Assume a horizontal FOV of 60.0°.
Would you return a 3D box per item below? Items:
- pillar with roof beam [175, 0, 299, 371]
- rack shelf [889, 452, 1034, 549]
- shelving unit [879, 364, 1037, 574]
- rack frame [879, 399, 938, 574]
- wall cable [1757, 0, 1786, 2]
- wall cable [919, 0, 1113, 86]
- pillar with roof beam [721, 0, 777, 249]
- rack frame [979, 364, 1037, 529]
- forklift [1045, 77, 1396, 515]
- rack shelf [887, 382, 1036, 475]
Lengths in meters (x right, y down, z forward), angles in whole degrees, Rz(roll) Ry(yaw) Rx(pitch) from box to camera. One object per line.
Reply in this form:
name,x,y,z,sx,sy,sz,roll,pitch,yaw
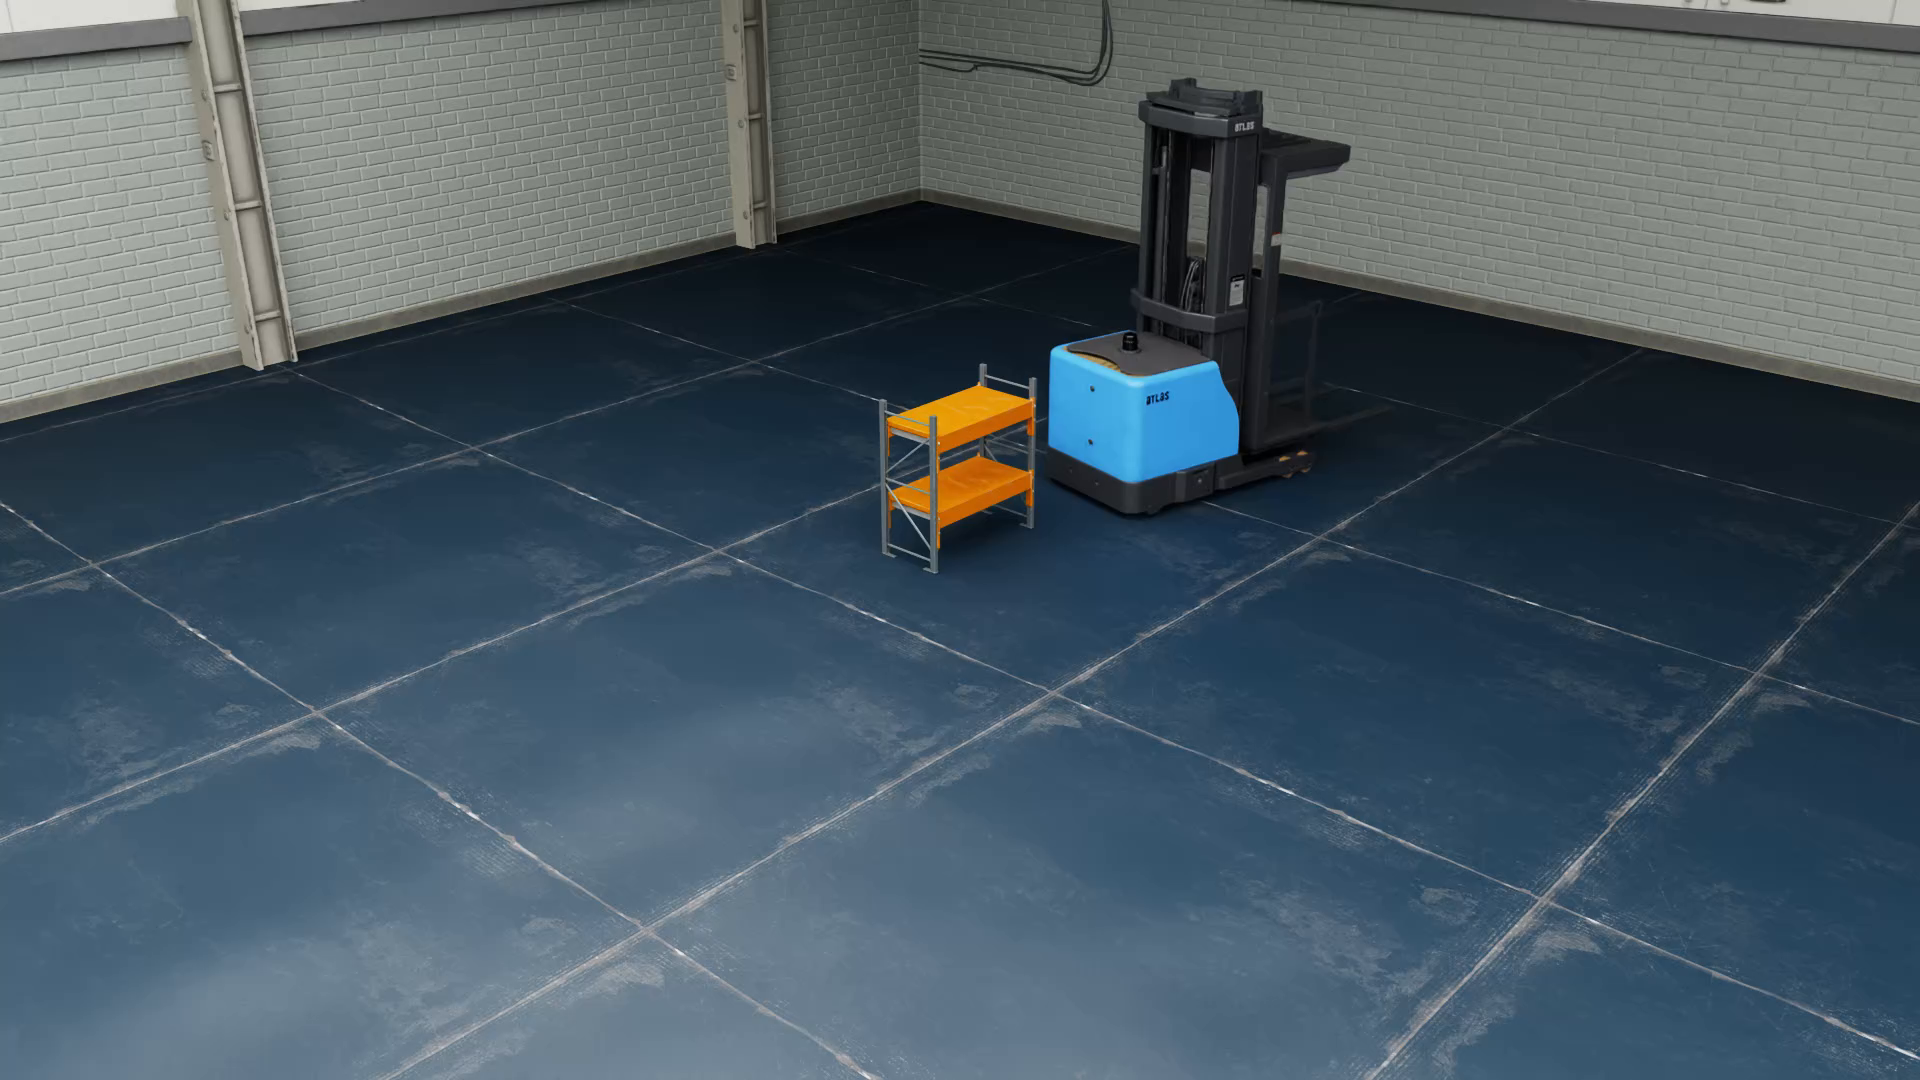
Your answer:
pillar with roof beam,-3.192,-4.580,10.966,9.100,9.000,0.400,20,31,38
rack shelf,-0.005,-0.288,11.615,0.538,0.278,1.000,20,31,38
shelving unit,-0.005,-0.511,11.515,0.538,1.125,1.048,20,31,38
rack frame,-0.344,-0.356,11.170,0.500,1.125,0.032,20,31,38
wall cable,7.617,-7.075,12.373,2.305,6.003,0.169,20,31,38
wall cable,0.558,-6.703,19.496,3.097,2.526,0.112,20,31,38
pillar with roof beam,0.813,-6.408,15.043,9.100,9.000,0.400,20,31,38
rack frame,0.335,-0.666,11.861,0.500,1.125,0.032,20,31,38
forklift,2.151,-1.975,12.572,3.031,2.935,1.130,-16,29,-32
rack shelf,-0.005,-0.778,11.396,0.538,0.278,1.000,20,31,38
